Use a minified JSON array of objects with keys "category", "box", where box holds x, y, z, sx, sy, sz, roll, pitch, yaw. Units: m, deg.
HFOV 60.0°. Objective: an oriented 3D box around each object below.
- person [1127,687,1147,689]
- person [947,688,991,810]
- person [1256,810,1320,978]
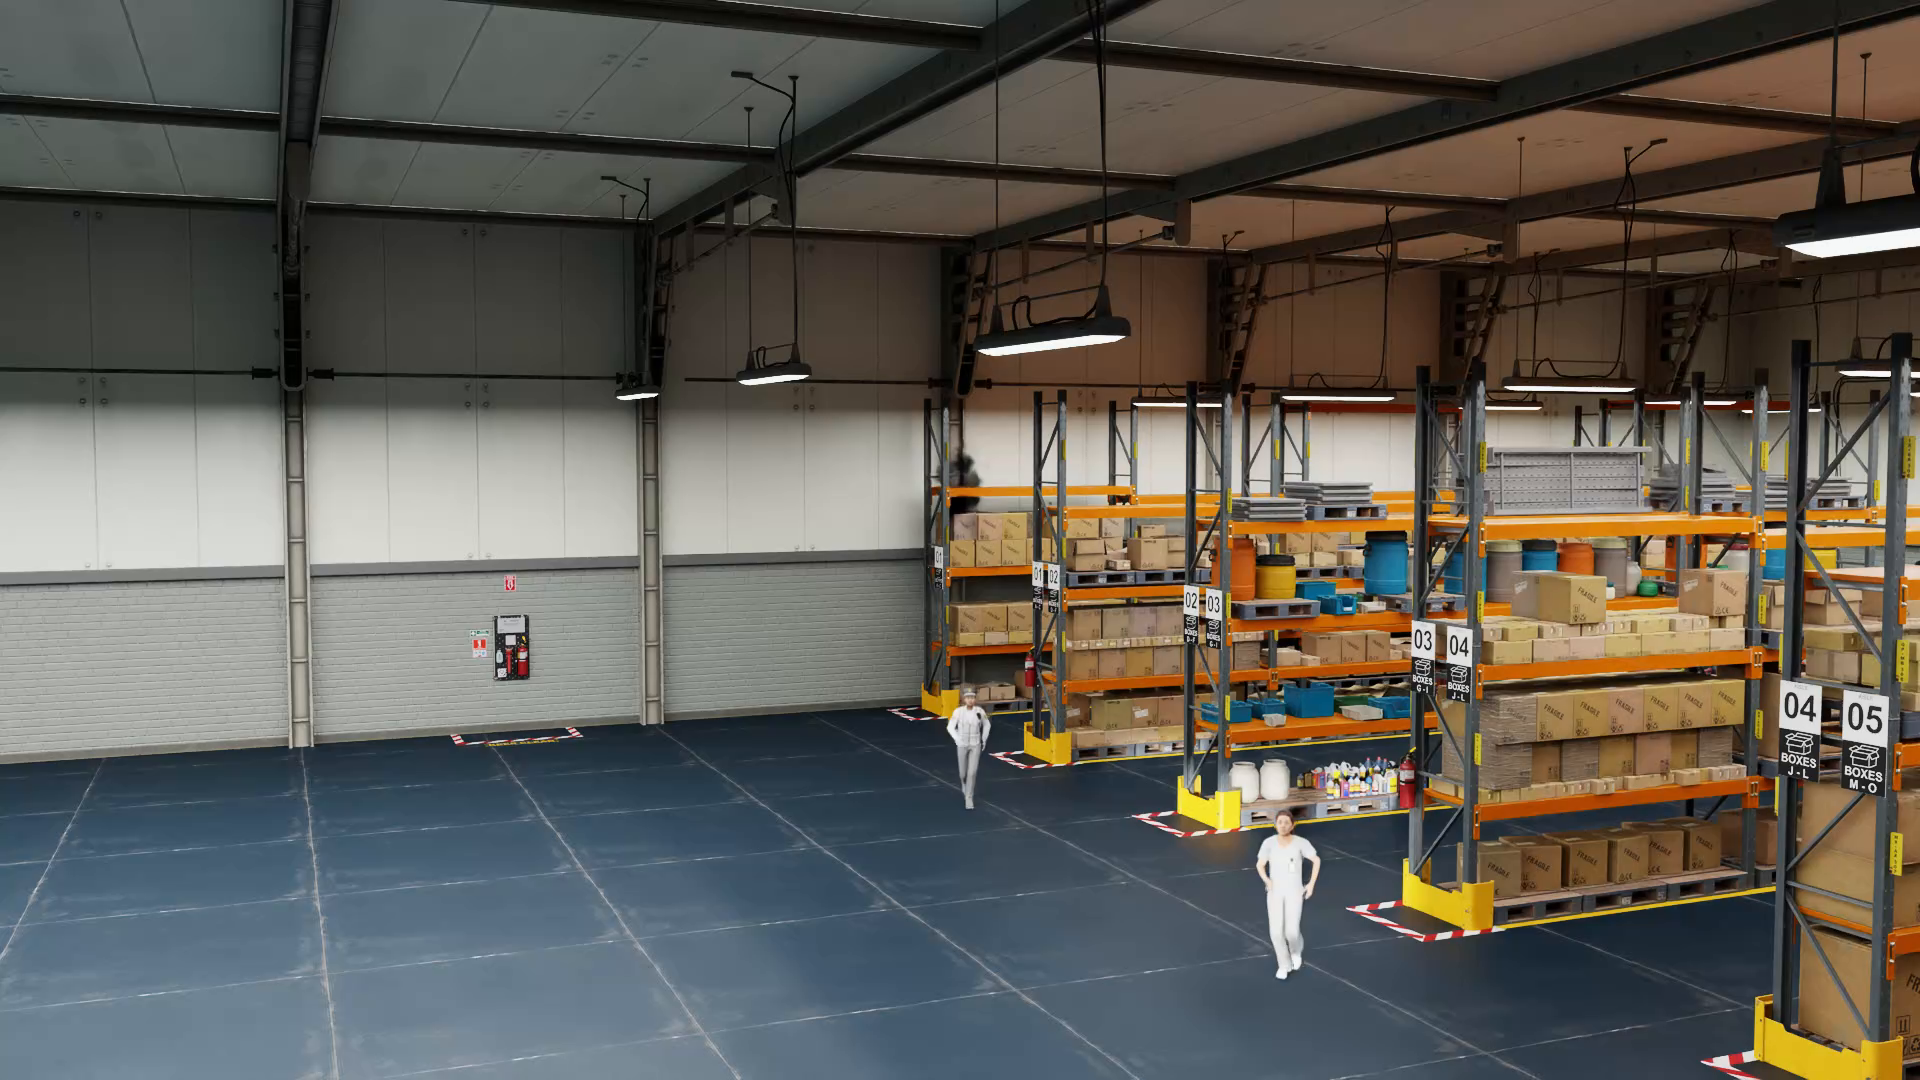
[{"category":"person","box":[3.113,2.565,29.376,0.616,1.736,0.714,-2,4,-34]},{"category":"person","box":[0.129,2.936,23.739,0.623,1.687,0.786,0,3,1]},{"category":"person","box":[3.140,3.404,15.978,0.591,1.629,0.579,1,4,20]}]
